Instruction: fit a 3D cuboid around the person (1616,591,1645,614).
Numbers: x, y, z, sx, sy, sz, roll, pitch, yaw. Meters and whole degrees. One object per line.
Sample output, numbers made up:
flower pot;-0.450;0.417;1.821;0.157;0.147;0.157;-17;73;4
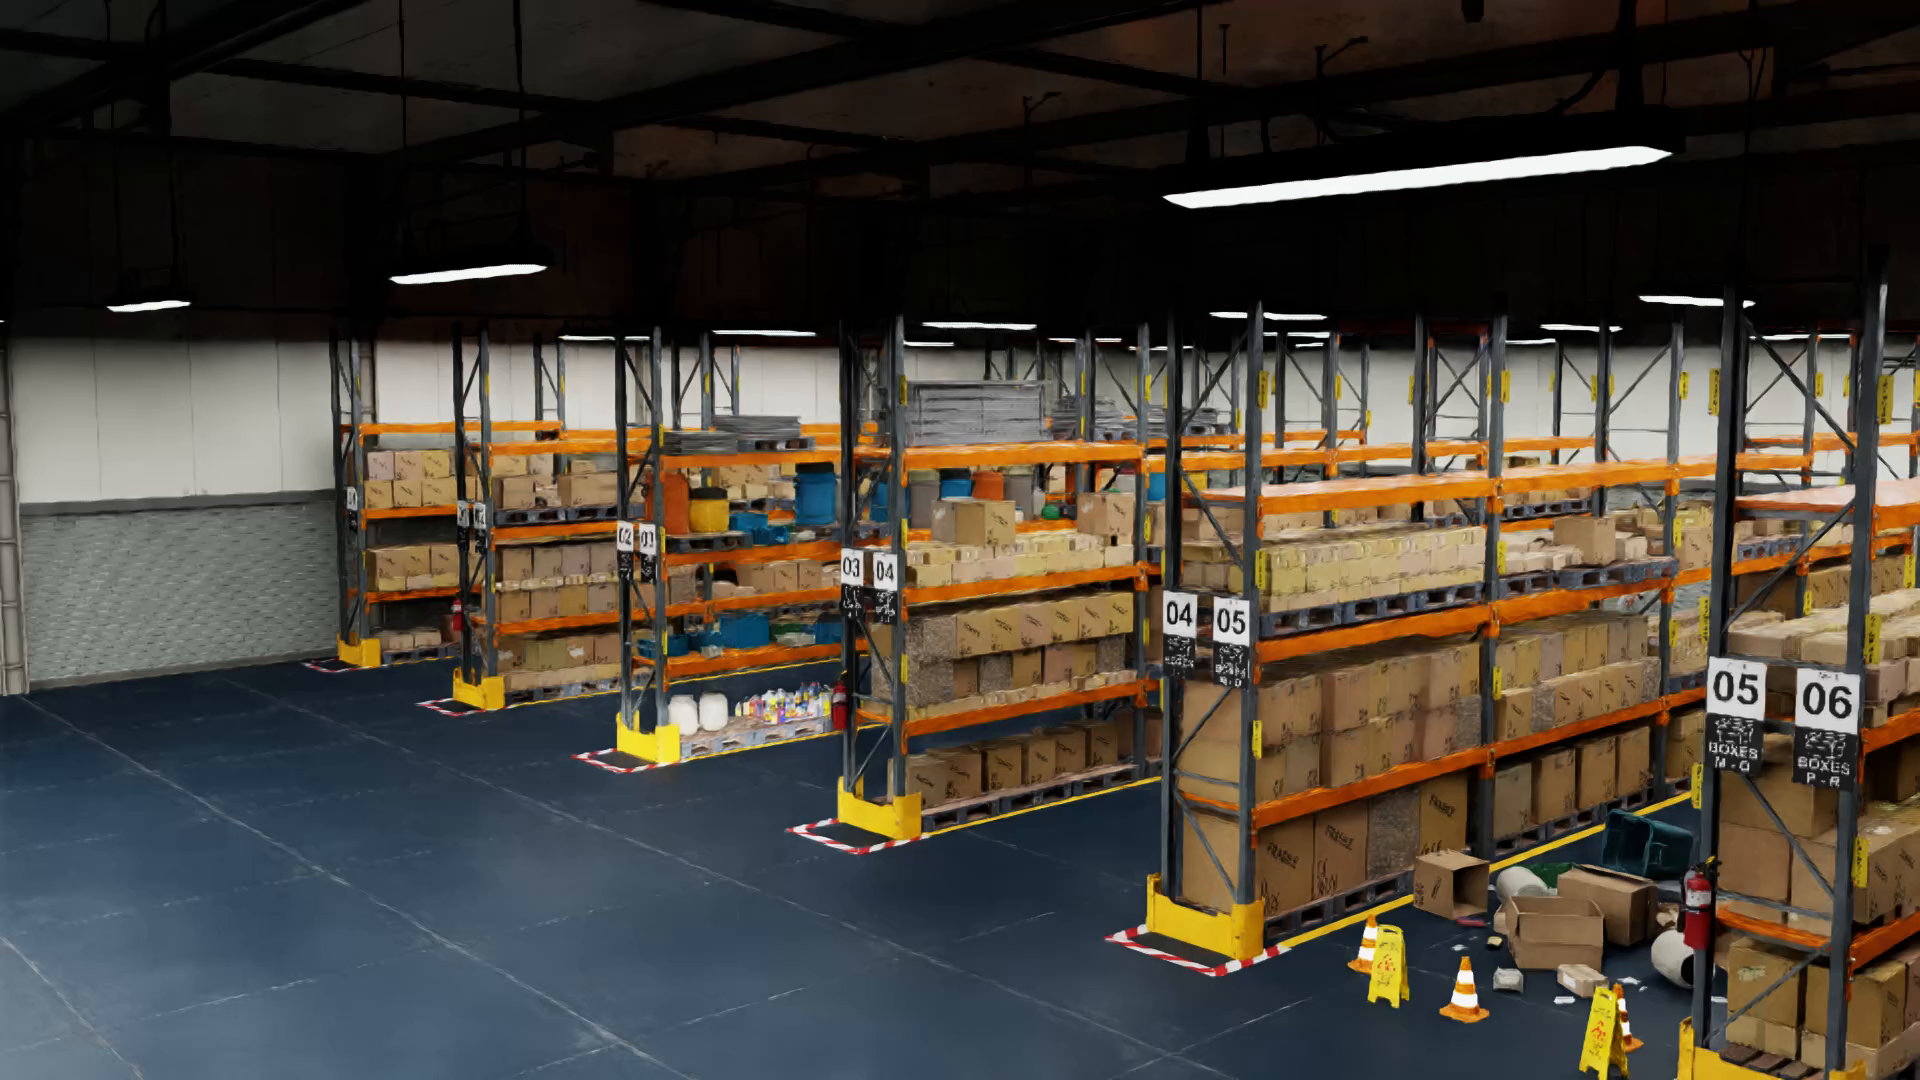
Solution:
person;13.066;1.098;32.408;1.031;1.707;0.533;-4;7;-33

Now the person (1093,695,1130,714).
person;2.295;1.892;25.541;1.088;1.470;0.451;-5;8;-43
